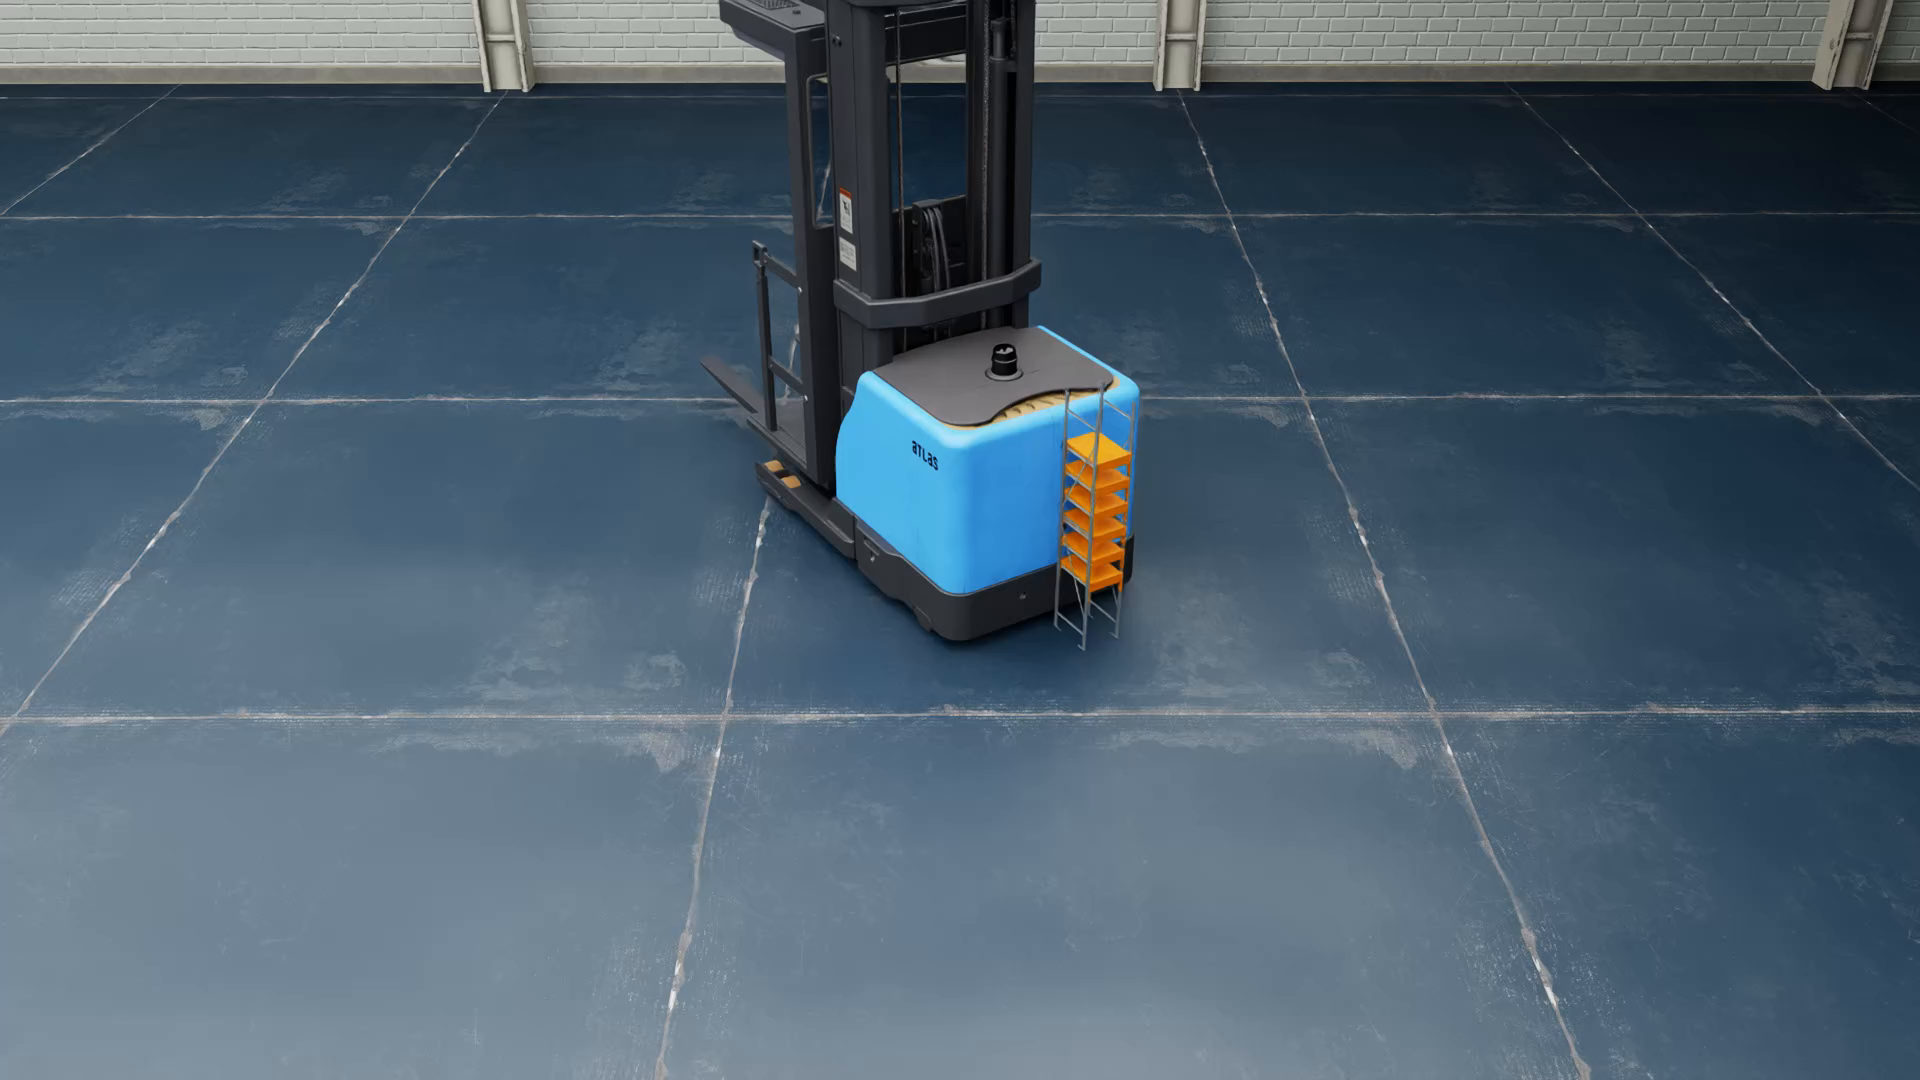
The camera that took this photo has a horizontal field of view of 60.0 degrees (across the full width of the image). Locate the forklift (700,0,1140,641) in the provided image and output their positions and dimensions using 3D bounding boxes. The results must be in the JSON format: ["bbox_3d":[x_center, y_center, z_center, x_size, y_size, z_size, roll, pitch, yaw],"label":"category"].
[{"bbox_3d":[-0.402,-1.532,7.949,1.130,2.935,3.031,-18,36,-27],"label":"forklift"}]

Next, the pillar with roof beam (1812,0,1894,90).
[{"bbox_3d":[7.977,-5.732,9.021,0.400,9.000,9.100,0,31,0],"label":"pillar with roof beam"}]

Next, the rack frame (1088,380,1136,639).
[{"bbox_3d":[0.656,-0.114,7.276,0.006,1.200,0.240,-18,37,-27],"label":"rack frame"}]

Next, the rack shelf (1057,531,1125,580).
[{"bbox_3d":[0.577,0.050,7.322,0.180,0.103,0.258,-18,37,-27],"label":"rack shelf"}]

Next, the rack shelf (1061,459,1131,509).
[{"bbox_3d":[0.580,-0.254,7.130,0.180,0.103,0.258,-18,37,-27],"label":"rack shelf"}]

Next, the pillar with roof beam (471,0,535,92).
[{"bbox_3d":[-4.023,-5.694,8.960,0.400,9.000,9.100,0,31,0],"label":"pillar with roof beam"}]

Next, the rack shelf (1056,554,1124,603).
[{"bbox_3d":[0.575,0.152,7.386,0.180,0.103,0.258,-18,37,-27],"label":"rack shelf"}]

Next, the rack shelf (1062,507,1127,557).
[{"bbox_3d":[0.578,-0.051,7.258,0.180,0.103,0.258,-18,37,-27],"label":"rack shelf"}]

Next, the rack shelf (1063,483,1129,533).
[{"bbox_3d":[0.579,-0.153,7.194,0.180,0.103,0.258,-18,37,-27],"label":"rack shelf"}]

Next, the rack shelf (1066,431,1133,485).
[{"bbox_3d":[0.582,-0.356,7.066,0.180,0.103,0.258,-18,37,-27],"label":"rack shelf"}]

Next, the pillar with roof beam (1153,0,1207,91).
[{"bbox_3d":[1.977,-5.713,8.990,0.400,9.000,9.100,0,31,0],"label":"pillar with roof beam"}]

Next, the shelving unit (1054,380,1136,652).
[{"bbox_3d":[0.578,-0.089,7.234,0.189,1.200,0.258,-18,37,-27],"label":"shelving unit"}]

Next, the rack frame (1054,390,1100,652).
[{"bbox_3d":[0.501,-0.064,7.193,0.006,1.200,0.240,-18,37,-27],"label":"rack frame"}]
